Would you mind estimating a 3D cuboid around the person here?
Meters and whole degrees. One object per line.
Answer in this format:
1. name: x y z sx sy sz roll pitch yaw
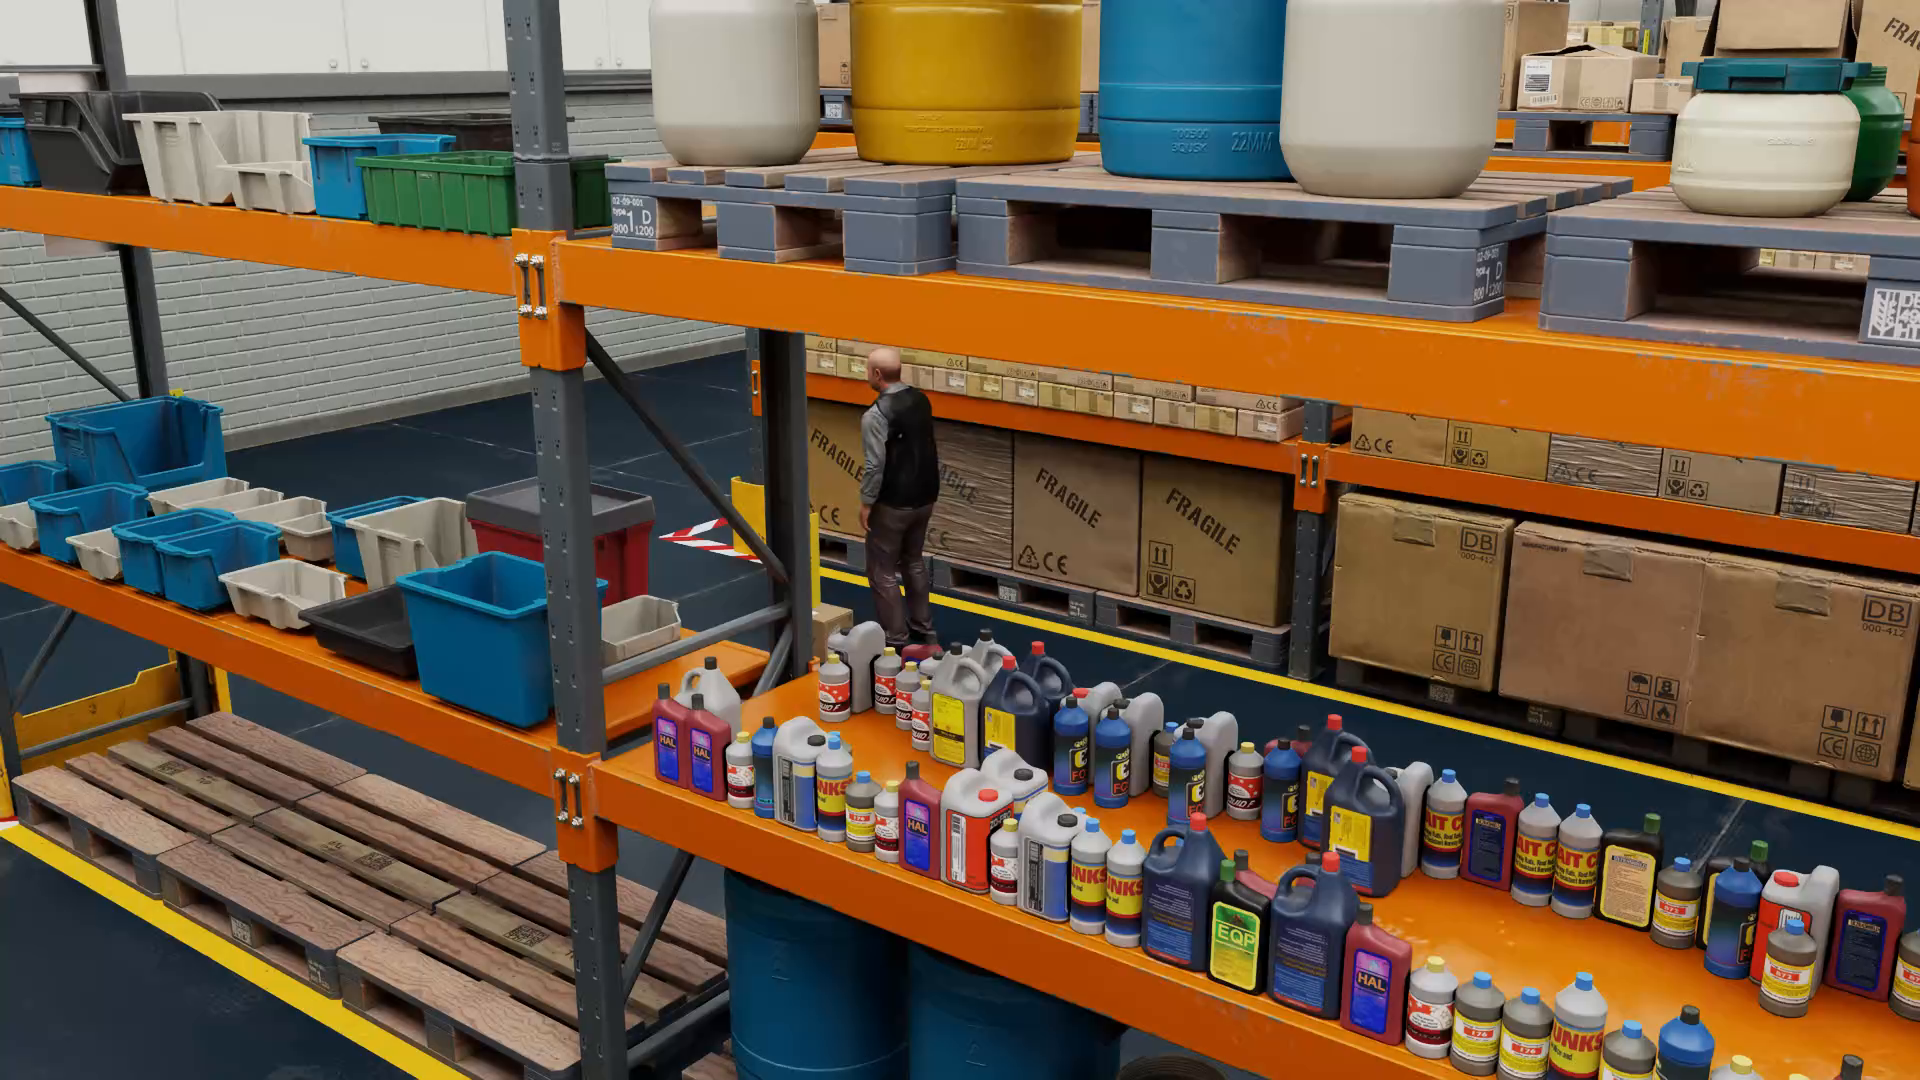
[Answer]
1. person: -0.340 -0.215 9.311 0.421 1.718 0.580 12 20 35
